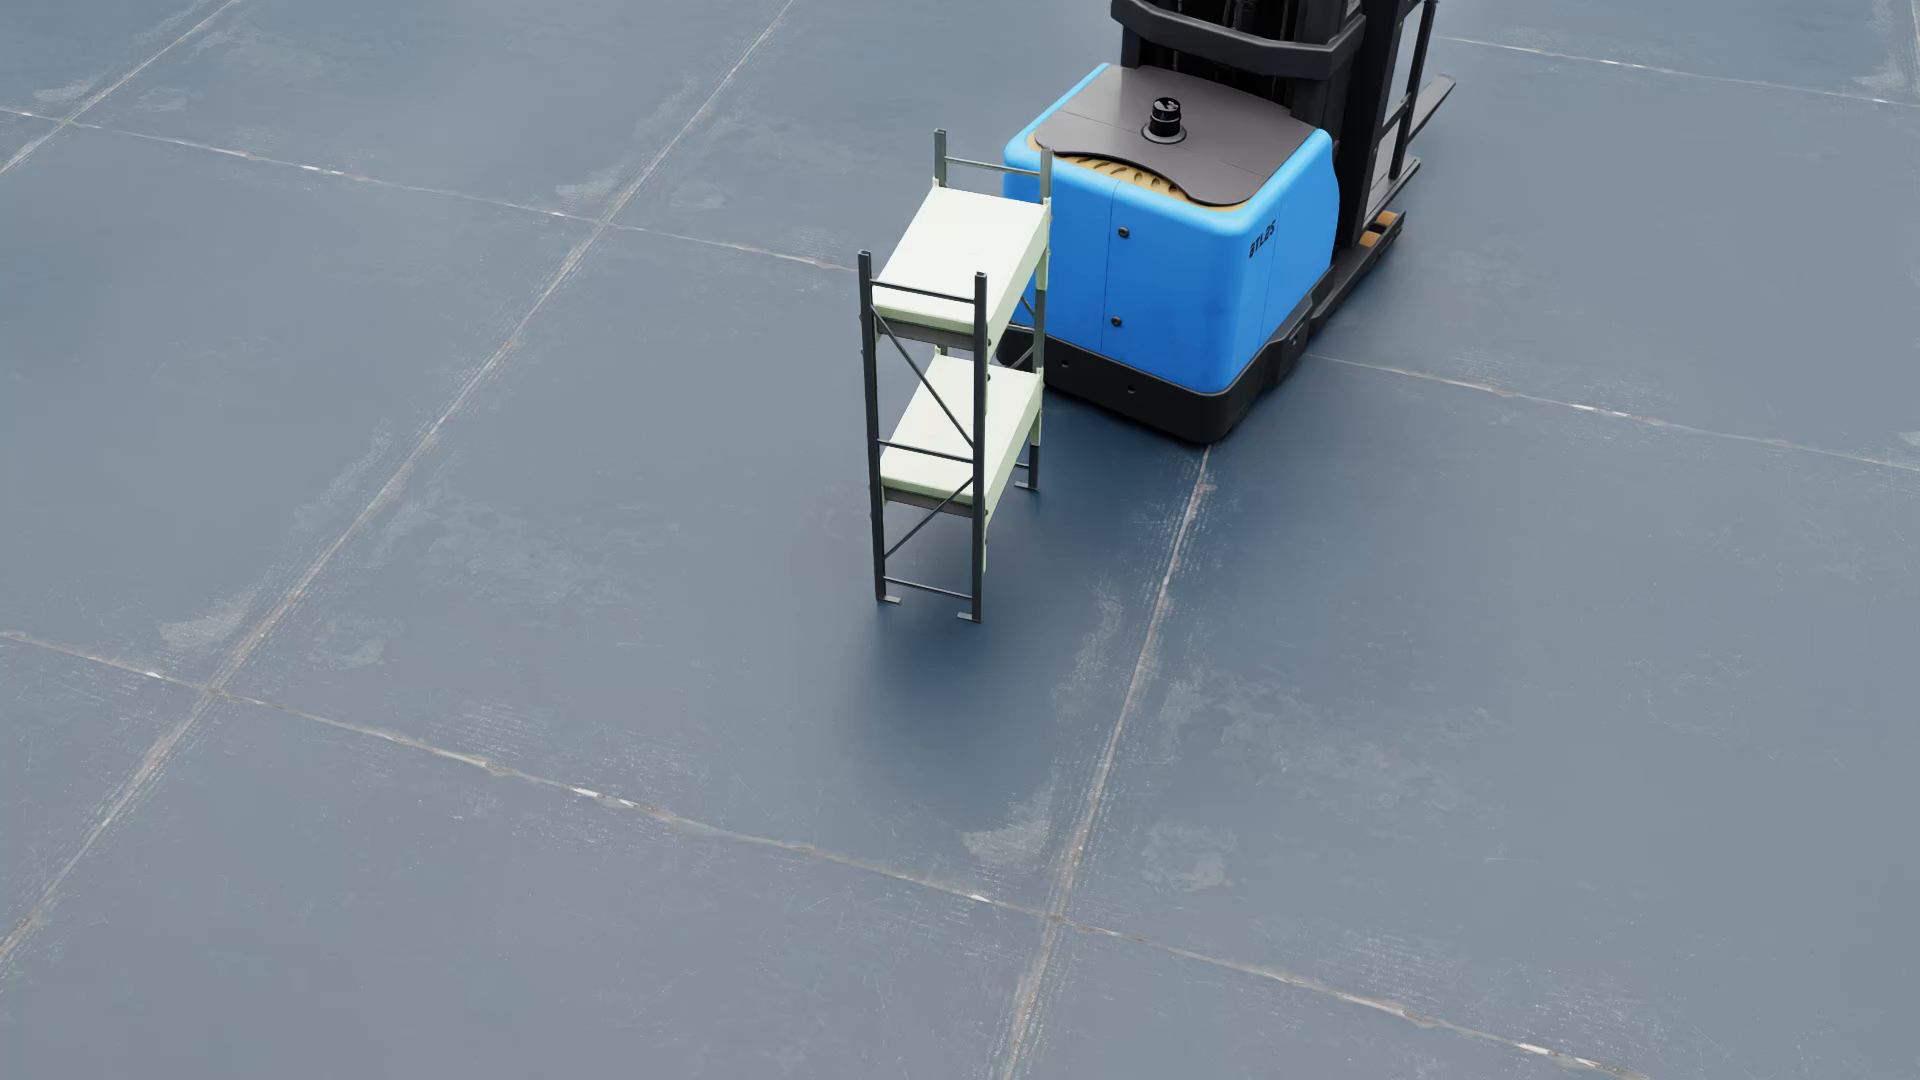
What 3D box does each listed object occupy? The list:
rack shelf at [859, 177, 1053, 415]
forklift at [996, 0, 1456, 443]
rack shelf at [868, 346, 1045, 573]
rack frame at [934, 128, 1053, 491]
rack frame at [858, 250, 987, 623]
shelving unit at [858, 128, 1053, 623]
[{"bbox_3d":[-0.002,-0.811,5.448,0.431,0.370,0.720,13,46,12],"label":"rack shelf"},{"bbox_3d":[1.371,-2.437,6.645,1.130,2.935,3.031,24,49,23],"label":"forklift"},{"bbox_3d":[-0.002,-0.299,5.949,0.431,0.370,0.720,13,46,12],"label":"rack shelf"},{"bbox_3d":[0.109,-0.776,5.970,0.400,1.500,0.023,13,46,12],"label":"rack frame"},{"bbox_3d":[-0.113,-0.288,5.472,0.400,1.500,0.023,13,46,12],"label":"rack frame"},{"bbox_3d":[-0.002,-0.532,5.721,0.431,1.500,0.755,13,46,12],"label":"shelving unit"}]
